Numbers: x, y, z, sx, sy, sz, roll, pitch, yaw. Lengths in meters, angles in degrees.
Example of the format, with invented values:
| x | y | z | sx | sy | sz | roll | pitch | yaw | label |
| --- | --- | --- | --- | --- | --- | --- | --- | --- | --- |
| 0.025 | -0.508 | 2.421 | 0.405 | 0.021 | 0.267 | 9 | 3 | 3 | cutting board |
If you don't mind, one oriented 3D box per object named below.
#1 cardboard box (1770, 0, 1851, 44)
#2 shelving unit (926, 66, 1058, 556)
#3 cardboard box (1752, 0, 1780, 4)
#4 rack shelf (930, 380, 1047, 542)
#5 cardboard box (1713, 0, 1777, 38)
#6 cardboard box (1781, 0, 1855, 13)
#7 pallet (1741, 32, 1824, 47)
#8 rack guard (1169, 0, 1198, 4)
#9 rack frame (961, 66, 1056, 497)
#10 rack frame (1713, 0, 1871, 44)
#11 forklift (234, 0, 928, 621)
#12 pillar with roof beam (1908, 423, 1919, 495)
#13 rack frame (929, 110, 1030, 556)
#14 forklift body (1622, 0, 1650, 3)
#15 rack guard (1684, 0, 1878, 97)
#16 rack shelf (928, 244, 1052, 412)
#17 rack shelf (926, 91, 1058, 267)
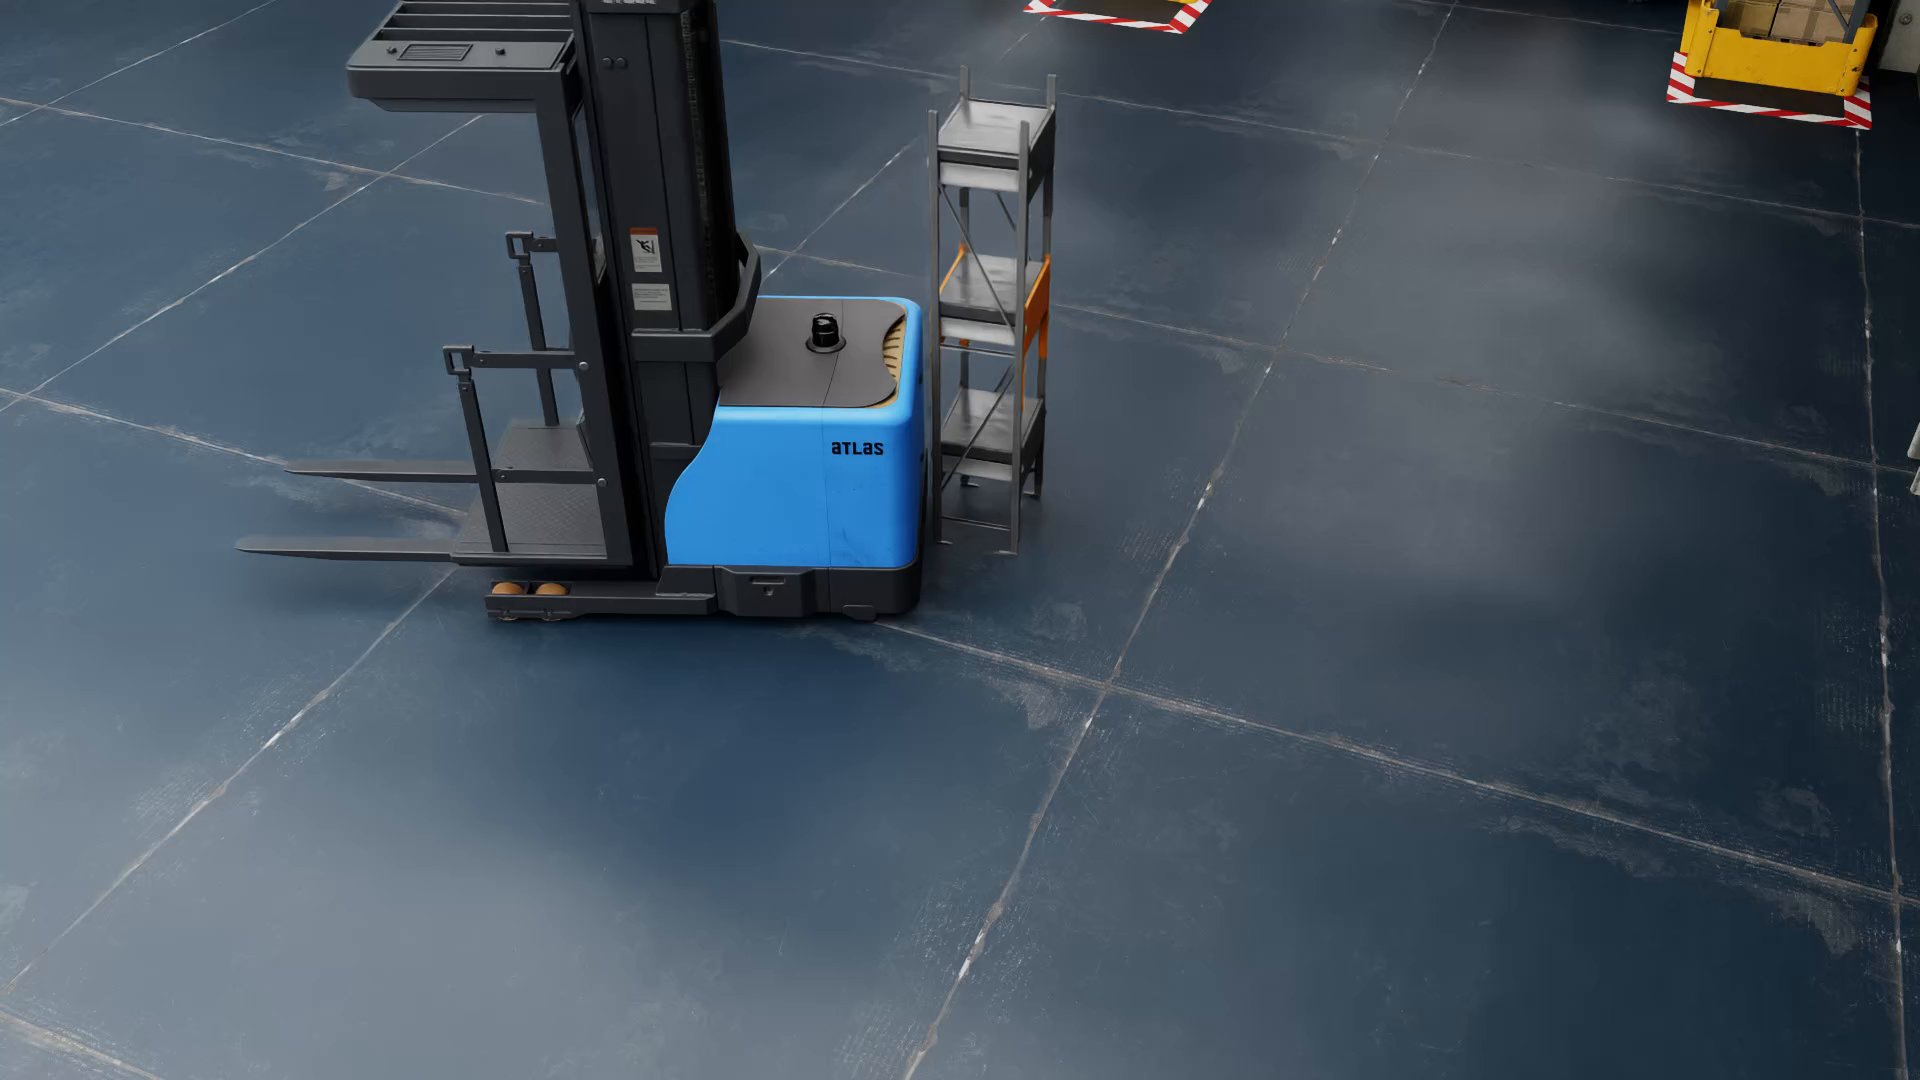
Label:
| x | y | z | sx | sy | sz | roll | pitch | yaw | label |
| --- | --- | --- | --- | --- | --- | --- | --- | --- | --- |
| 6.376 | -3.939 | 12.460 | 0.500 | 0.250 | 0.500 | 14 | 39 | 18 | cardboard box |
| 0.135 | -0.941 | 7.255 | 0.431 | 2.100 | 0.503 | 9 | 38 | 12 | shelving unit |
| 5.905 | -4.252 | 12.462 | 0.500 | 0.250 | 0.500 | 13 | 39 | 17 | cardboard box |
| 0.135 | -0.369 | 7.682 | 0.431 | 0.518 | 0.480 | 9 | 38 | 12 | rack shelf |
| 5.895 | -4.043 | 12.600 | 0.500 | 0.250 | 0.500 | 14 | 39 | 18 | cardboard box |
| 6.380 | -4.124 | 12.291 | 0.500 | 0.250 | 0.500 | 15 | 39 | 19 | cardboard box |
| 6.261 | -3.960 | 12.872 | 1.003 | 0.211 | 1.213 | 14 | 39 | 18 | pallet |
| 1.446 | -4.814 | 13.773 | 1.175 | 0.500 | 0.348 | 14 | 39 | 18 | rack guard |
| 0.198 | -1.082 | 7.444 | 0.400 | 2.100 | 0.015 | 9 | 38 | 12 | rack frame |
| 6.009 | -4.644 | 11.458 | 1.000 | 3.000 | 0.127 | 14 | 39 | 18 | rack frame |
| -1.681 | -1.135 | 6.820 | 3.031 | 2.935 | 1.130 | 1 | 37 | 1 | forklift |
| 0.843 | -4.886 | 6.771 | 9.100 | 9.000 | 0.400 | 14 | 39 | 18 | pillar with roof beam |
| 0.073 | -0.800 | 7.066 | 0.400 | 2.100 | 0.015 | 9 | 38 | 12 | rack frame |
| 5.043 | -5.770 | 13.673 | 2.313 | 2.155 | 1.214 | 14 | 39 | 18 | forklift body |
| 6.000 | -3.630 | 12.189 | 1.175 | 0.500 | 0.348 | 14 | 39 | 18 | rack guard |
| 0.135 | -0.930 | 7.263 | 0.431 | 0.518 | 0.480 | 9 | 38 | 12 | rack shelf |
| 0.135 | -1.491 | 6.844 | 0.431 | 0.518 | 0.480 | 9 | 38 | 12 | rack shelf |
